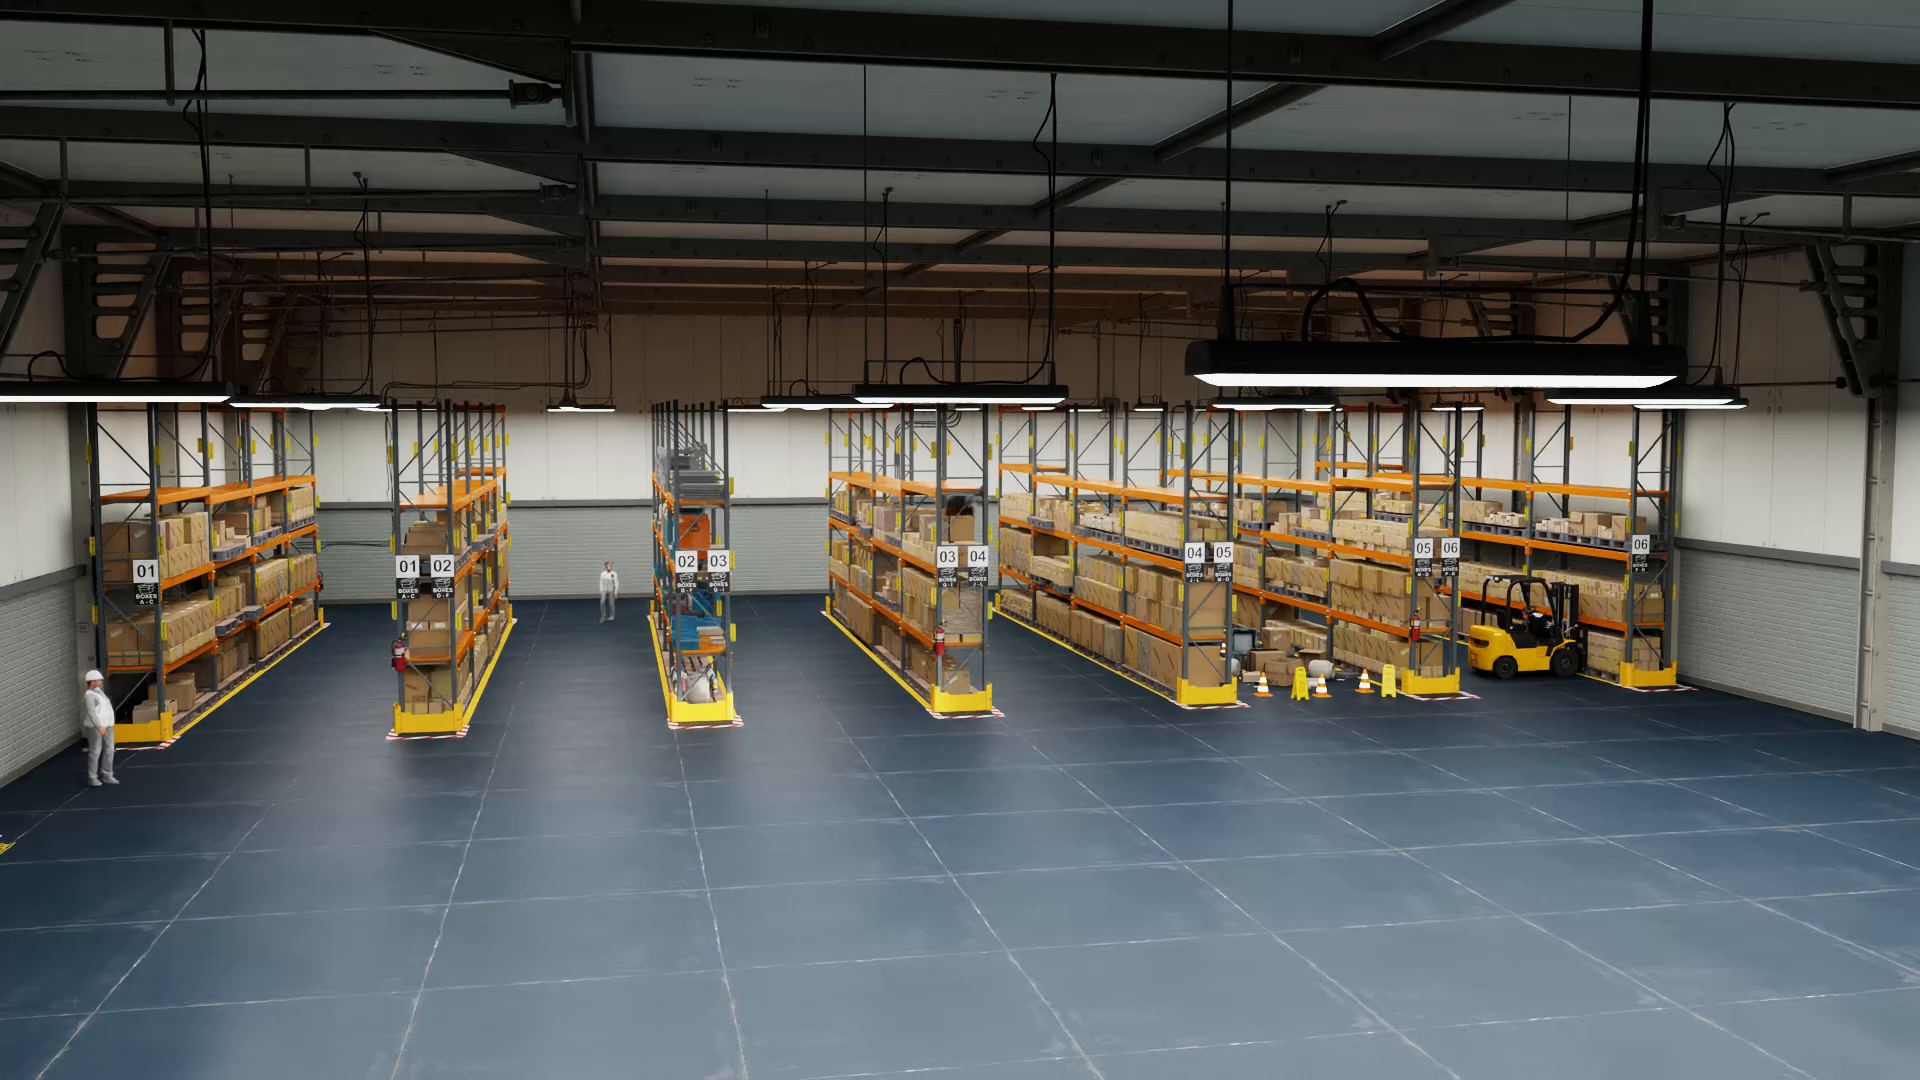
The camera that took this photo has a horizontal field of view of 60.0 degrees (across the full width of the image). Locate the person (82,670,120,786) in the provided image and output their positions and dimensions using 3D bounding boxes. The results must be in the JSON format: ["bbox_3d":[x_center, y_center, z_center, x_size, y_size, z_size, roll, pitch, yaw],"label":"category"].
[{"bbox_3d":[-13.296,2.919,25.735,0.551,1.807,0.590,1,4,12],"label":"person"}]

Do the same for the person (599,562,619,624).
[{"bbox_3d":[-9.704,1.432,45.955,0.553,1.689,0.742,1,4,7],"label":"person"}]

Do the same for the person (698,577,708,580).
[{"bbox_3d":[-7.508,1.210,48.771,0.466,1.644,0.887,-3,5,-31],"label":"person"}]
